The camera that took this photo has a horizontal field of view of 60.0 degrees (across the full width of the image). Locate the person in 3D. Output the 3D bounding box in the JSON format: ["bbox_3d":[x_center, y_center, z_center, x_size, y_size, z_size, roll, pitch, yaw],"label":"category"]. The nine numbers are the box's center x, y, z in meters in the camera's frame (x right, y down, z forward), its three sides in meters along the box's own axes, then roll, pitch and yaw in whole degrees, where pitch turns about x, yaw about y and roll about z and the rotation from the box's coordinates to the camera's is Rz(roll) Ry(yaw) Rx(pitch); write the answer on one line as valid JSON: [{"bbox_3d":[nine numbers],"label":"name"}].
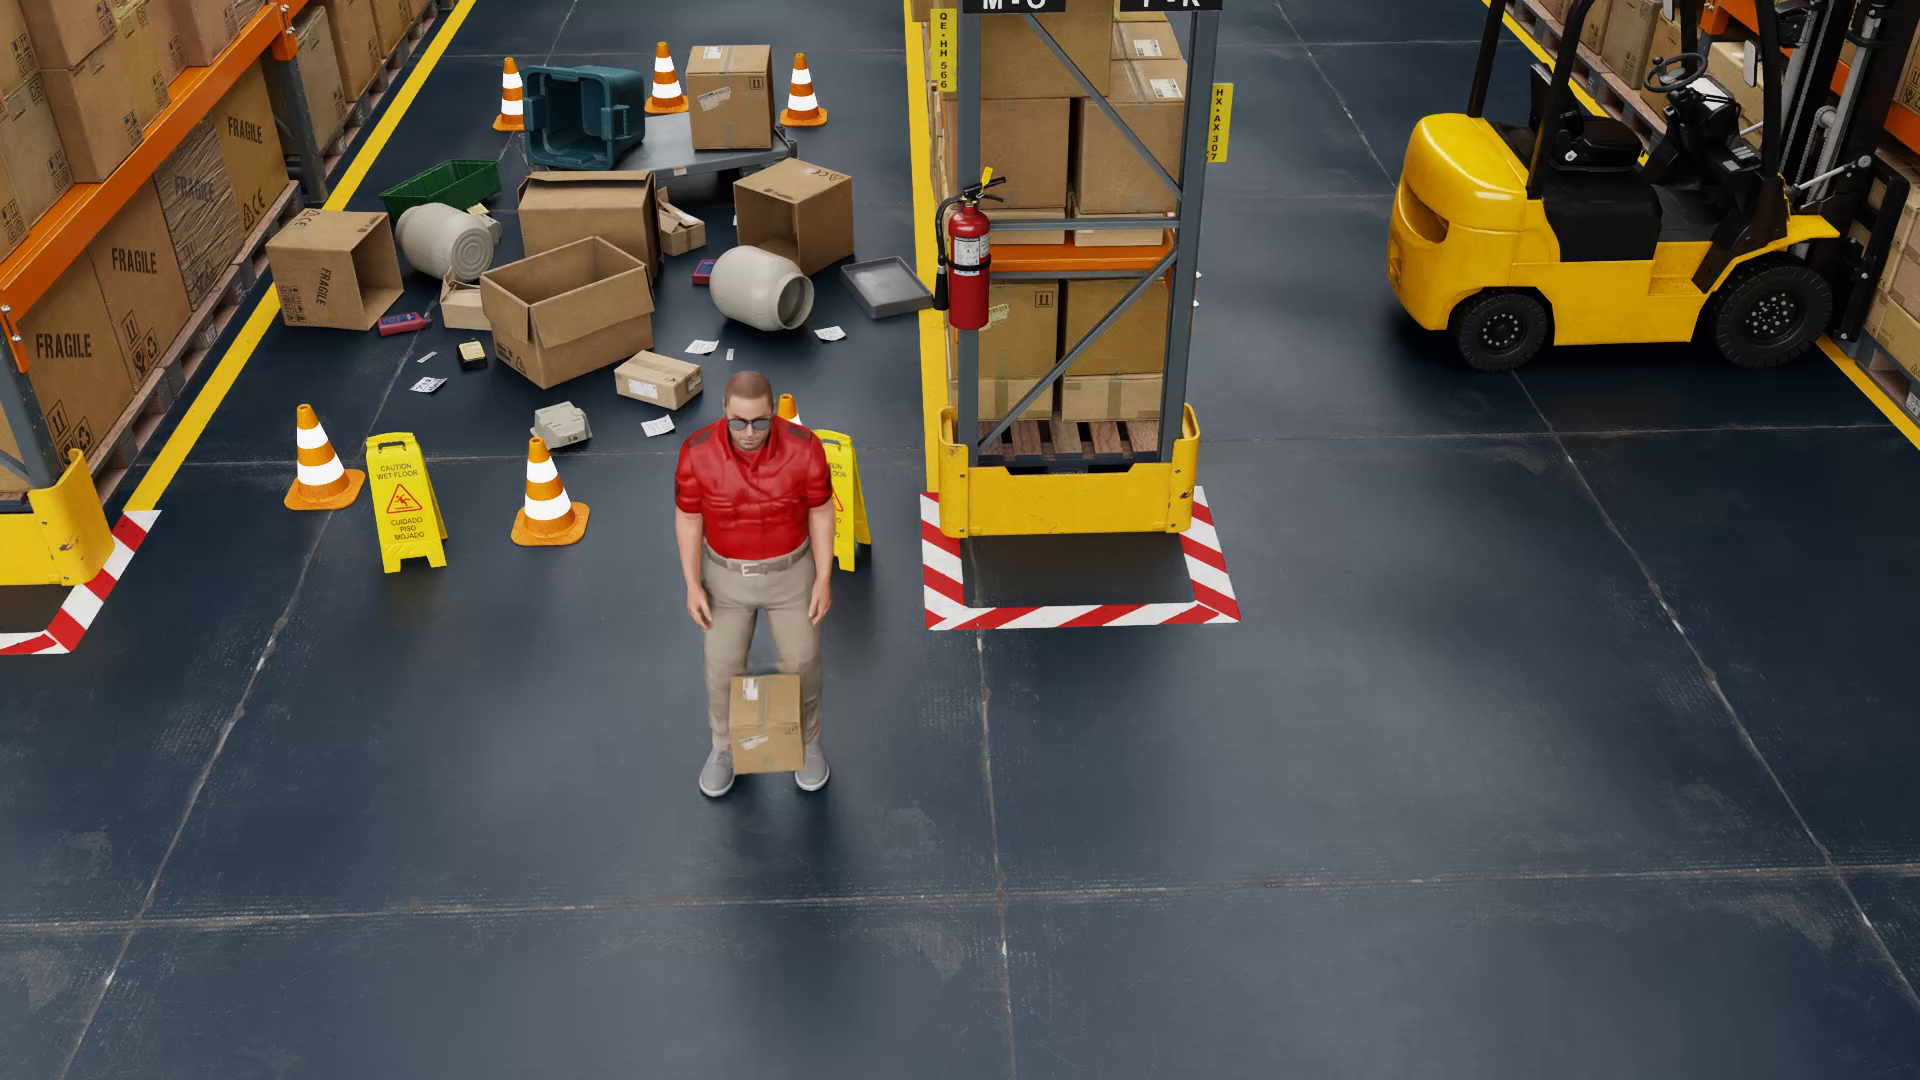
[{"bbox_3d":[-0.716,0.148,5.943,0.566,1.729,0.391,-2,35,-4],"label":"person"}]
